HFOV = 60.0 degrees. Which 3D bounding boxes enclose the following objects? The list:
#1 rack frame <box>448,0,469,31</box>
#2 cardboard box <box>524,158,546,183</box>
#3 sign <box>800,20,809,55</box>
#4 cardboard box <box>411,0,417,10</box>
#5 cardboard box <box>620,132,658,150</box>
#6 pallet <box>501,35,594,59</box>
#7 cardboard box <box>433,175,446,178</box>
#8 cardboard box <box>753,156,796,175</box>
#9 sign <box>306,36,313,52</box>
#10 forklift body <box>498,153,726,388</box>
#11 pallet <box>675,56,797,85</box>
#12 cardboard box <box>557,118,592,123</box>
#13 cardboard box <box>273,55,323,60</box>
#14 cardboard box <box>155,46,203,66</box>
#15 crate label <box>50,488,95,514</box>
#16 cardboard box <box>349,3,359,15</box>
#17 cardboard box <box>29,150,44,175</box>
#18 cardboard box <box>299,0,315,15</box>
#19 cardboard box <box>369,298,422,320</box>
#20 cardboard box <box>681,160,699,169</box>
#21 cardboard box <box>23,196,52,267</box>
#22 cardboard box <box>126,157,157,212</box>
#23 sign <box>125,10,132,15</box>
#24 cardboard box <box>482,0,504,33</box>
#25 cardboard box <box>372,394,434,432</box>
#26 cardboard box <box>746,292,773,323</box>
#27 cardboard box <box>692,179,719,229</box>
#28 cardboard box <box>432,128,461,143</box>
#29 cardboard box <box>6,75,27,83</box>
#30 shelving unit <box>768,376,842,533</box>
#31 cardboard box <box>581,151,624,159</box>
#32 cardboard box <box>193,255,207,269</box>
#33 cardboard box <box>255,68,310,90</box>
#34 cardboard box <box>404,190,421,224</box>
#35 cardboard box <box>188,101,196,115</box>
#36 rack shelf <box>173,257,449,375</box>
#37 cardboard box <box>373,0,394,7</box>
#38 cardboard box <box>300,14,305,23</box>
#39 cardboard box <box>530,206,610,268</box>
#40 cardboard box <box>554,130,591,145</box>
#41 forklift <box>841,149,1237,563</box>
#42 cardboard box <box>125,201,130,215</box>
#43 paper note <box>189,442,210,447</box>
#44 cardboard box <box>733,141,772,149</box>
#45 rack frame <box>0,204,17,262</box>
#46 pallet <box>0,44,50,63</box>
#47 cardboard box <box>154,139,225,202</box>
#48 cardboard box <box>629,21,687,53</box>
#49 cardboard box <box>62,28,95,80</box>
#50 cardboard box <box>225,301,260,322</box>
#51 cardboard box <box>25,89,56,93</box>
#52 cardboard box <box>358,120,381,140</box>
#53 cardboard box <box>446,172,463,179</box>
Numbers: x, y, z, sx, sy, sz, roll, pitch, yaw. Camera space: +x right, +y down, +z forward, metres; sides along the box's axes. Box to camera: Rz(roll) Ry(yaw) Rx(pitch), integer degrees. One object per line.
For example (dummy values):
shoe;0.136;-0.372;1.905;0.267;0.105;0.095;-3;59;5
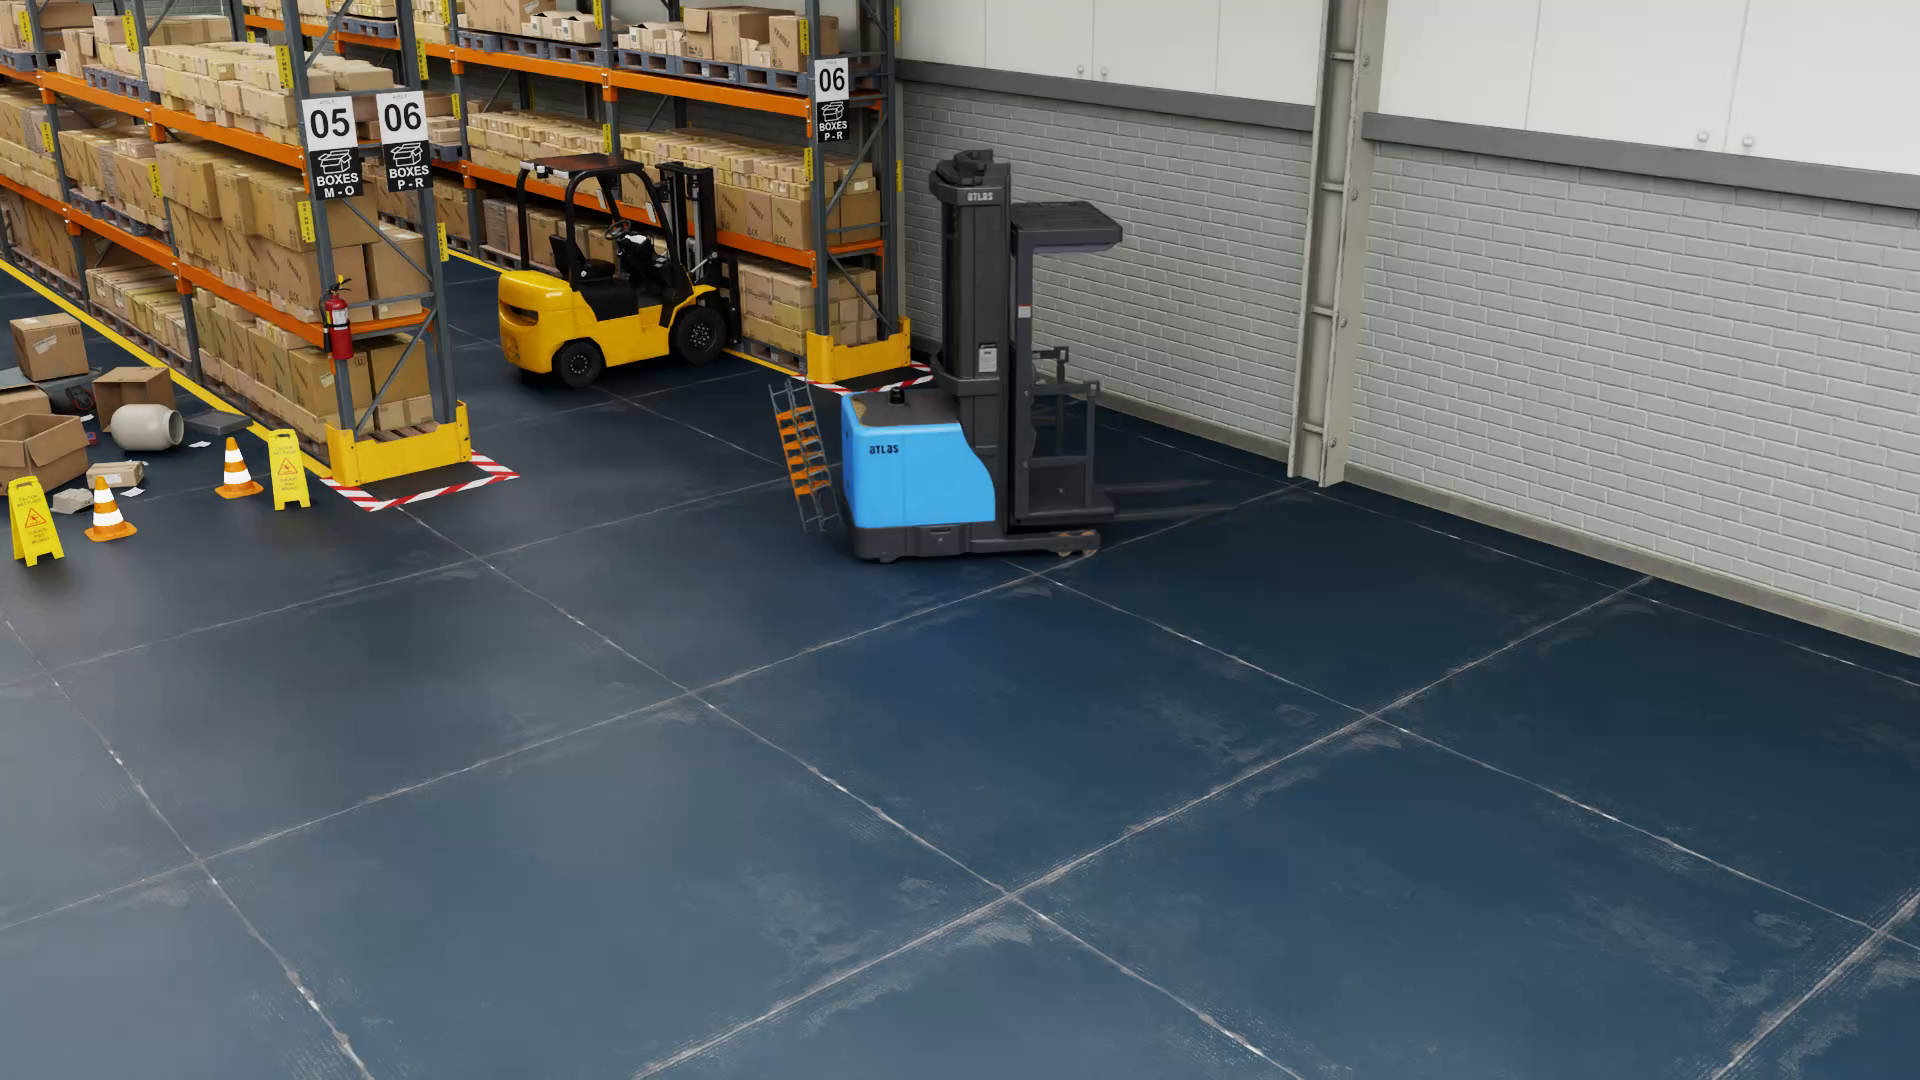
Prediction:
rack frame;-6.293;-8.189;21.552;1.000;3.000;0.127;-17;27;-37
cardboard box;-5.185;-4.720;21.128;0.500;0.250;0.500;-16;27;-36
sign;-1.491;-4.832;15.989;0.100;0.325;0.005;-17;27;-37
cardboard box;-7.422;-7.360;22.801;0.380;0.149;0.250;-18;28;-39
cardboard box;-3.699;-4.619;19.229;0.380;0.149;0.250;-17;27;-36
pallet;-5.050;-6.230;20.922;1.003;0.211;1.213;-16;26;-35
cardboard box;-7.651;-5.178;24.054;0.380;0.149;0.250;-19;28;-40
cardboard box;-1.946;-3.934;17.481;0.380;0.149;0.250;-17;27;-37
sign;-11.081;-8.419;28.344;0.100;0.325;0.005;-17;27;-37
forklift body;-3.691;-2.880;17.387;2.313;2.155;1.214;-17;27;-37
pallet;-2.313;-5.079;17.848;1.003;0.211;1.213;-17;27;-37
cardboard box;-4.998;-5.380;21.579;0.380;0.149;0.250;-18;28;-38
cardboard box;-5.876;-4.228;14.804;0.380;0.149;0.250;-17;27;-36
cardboard box;-7.290;-4.529;15.572;0.380;0.149;0.250;-16;27;-36
crate label;-7.266;-0.326;13.627;0.298;0.136;0.250;7;23;18
cardboard box;-8.528;-7.628;23.866;0.380;0.149;0.250;-17;27;-37
cardboard box;-10.897;-4.590;20.110;0.500;0.250;0.500;-18;28;-39
cardboard box;-9.756;-8.181;25.442;0.500;0.250;0.500;-19;28;-39
cardboard box;-4.894;-2.029;14.395;0.380;0.149;0.250;-17;27;-37
cardboard box;-2.859;-4.128;18.383;0.380;0.149;0.250;-19;28;-39
cardboard box;-11.601;-4.124;21.738;0.875;0.875;0.875;-16;27;-36
cardboard box;-8.240;-3.698;17.192;0.500;0.500;0.500;-17;27;-37
sign;-9.638;-5.979;19.314;0.100;0.325;0.005;-17;27;-37
cardboard box;-5.600;-6.707;21.032;0.700;0.500;0.500;-18;28;-38
cardboard box;-5.146;-1.206;15.146;0.500;0.250;0.500;-18;28;-38
cardboard box;-1.945;-2.534;17.851;0.500;0.250;0.500;-18;28;-38
cardboard box;-2.594;-3.728;18.253;0.500;0.500;0.500;-17;27;-37
cardboard box;-7.012;-5.564;22.846;0.380;0.149;0.250;-17;27;-36
cardboard box;-12.671;-6.281;22.510;0.380;0.149;0.250;-18;28;-38
shelving unit;-1.211;-0.667;13.031;0.189;1.200;0.258;-3;15;40
cardboard box;-4.196;-4.528;19.952;0.500;0.250;0.500;-18;28;-39
cardboard box;-7.273;-2.770;16.287;0.380;0.149;0.250;-16;27;-36
cardboard box;-5.593;-3.823;13.770;0.380;0.149;0.250;-18;28;-38
cardboard box;-7.747;-4.916;24.275;0.500;0.500;0.500;-19;28;-39
cardboard box;-6.915;-4.036;15.408;0.380;0.149;0.250;-16;27;-36
rack shelf;-6.134;-2.220;15.526;1.077;0.370;4.000;-17;27;-37
cardboard box;-7.991;-7.562;23.290;0.380;0.149;0.250;-17;27;-37
cardboard box;-9.998;-8.104;25.793;0.380;0.149;0.250;-16;27;-36
cardboard box;-5.024;-3.945;21.624;0.875;0.625;0.625;-19;28;-40
cardboard box;-4.771;-4.956;20.498;0.380;0.149;0.250;-18;28;-39
forklift;0.624;-1.434;12.626;3.031;2.935;1.130;-4;22;-9
cardboard box;-8.640;-3.548;17.698;0.380;0.149;0.250;-17;27;-37
paper note;-6.936;-0.878;15.183;0.148;0.019;0.142;12;24;27
cardboard box;-2.291;-4.322;18.472;0.380;0.149;0.250;-16;27;-36
rack frame;-12.662;-5.318;22.448;1.000;3.000;0.127;-17;27;-37
pallet;-11.243;-5.995;20.323;1.003;0.211;1.213;-16;26;-35
cardboard box;-7.317;-3.585;16.108;0.700;0.500;0.500;-18;28;-38
cardboard box;-3.323;-5.600;18.464;0.500;0.311;0.500;-17;27;-36
cardboard box;-9.440;-5.392;18.387;0.700;0.500;0.500;-17;27;-37
cardboard box;-6.708;-2.183;15.721;0.380;0.149;0.250;-16;26;-34
cardboard box;-11.837;-5.625;21.725;0.500;0.500;0.500;-17;27;-36
cardboard box;-4.799;-3.451;13.914;0.380;0.149;0.250;-17;27;-37
cardboard box;-7.282;-5.292;24.344;0.380;0.149;0.250;-17;27;-37
